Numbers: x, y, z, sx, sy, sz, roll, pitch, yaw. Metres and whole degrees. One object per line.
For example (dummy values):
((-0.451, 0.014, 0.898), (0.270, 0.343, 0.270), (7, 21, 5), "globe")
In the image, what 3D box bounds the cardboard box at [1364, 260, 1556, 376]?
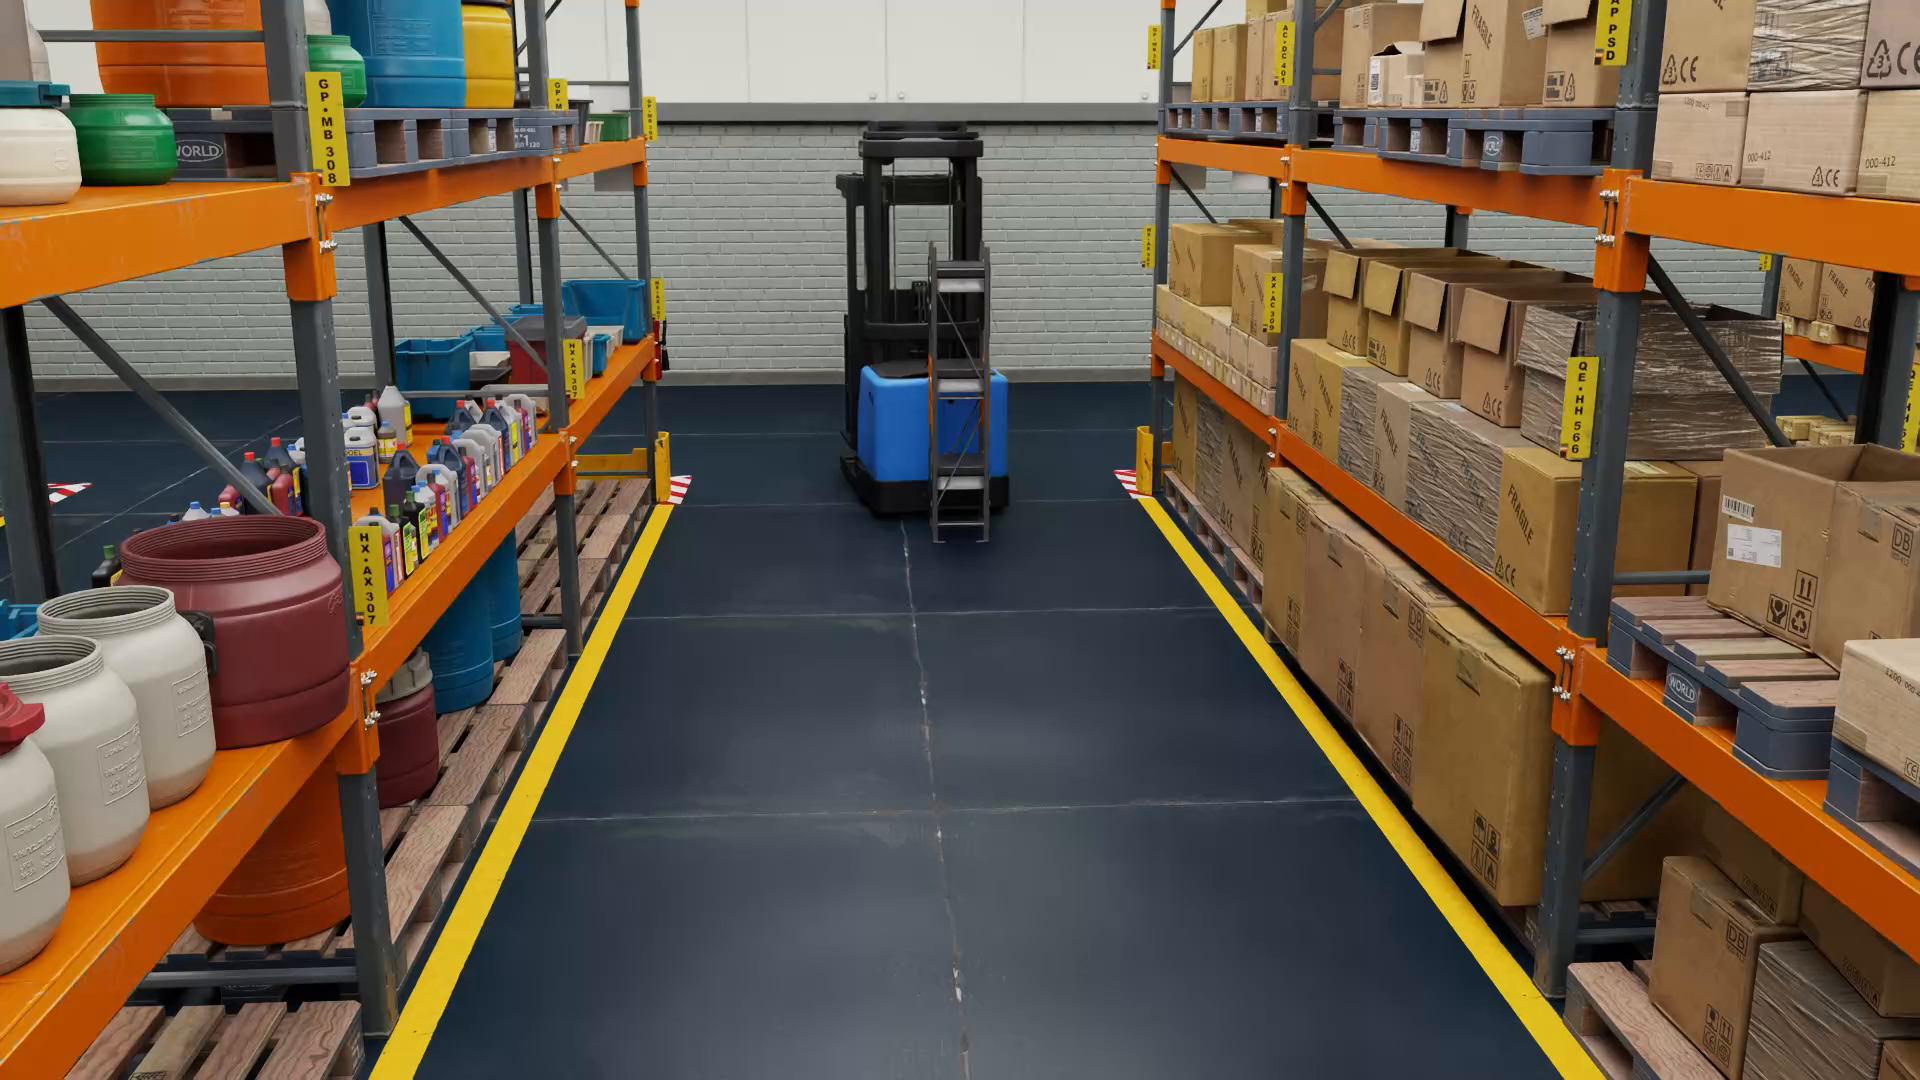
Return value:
((2.367, -1.071, 7.954), (0.797, 0.503, 0.637), (-1, 14, -3), "cardboard box")

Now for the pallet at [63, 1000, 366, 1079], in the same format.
((-2.398, 1.749, 4.805), (1.003, 0.211, 1.213), (-1, 14, -3), "pallet")

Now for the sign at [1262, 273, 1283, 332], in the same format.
((1.734, -1.315, 9.220), (0.100, 0.325, 0.005), (-1, 14, -3), "sign")

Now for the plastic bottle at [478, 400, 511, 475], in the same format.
((-2.260, -0.496, 8.034), (0.144, 0.351, 0.185), (-1, 14, -3), "plastic bottle")

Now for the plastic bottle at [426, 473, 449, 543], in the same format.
((-2.138, -0.139, 6.781), (0.061, 0.283, 0.133), (-1, 14, -3), "plastic bottle")

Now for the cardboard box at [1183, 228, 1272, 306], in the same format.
((1.870, -1.919, 11.663), (0.500, 0.500, 0.500), (-1, 14, -5), "cardboard box")

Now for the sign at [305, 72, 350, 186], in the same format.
((-1.859, -1.207, 4.888), (0.100, 0.325, 0.005), (-1, 14, -3), "sign")

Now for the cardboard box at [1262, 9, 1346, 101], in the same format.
((2.180, -2.813, 9.674), (0.700, 0.500, 0.500), (-2, 15, -7), "cardboard box")

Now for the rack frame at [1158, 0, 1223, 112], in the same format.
((2.040, -4.766, 12.491), (1.000, 3.000, 0.127), (-1, 14, -3), "rack frame")

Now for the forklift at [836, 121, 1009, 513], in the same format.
((-0.412, -1.945, 13.702), (1.130, 2.935, 3.031), (-3, 15, -11), "forklift")

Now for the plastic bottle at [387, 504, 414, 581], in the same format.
((-2.103, 0.000, 6.240), (0.061, 0.283, 0.133), (-1, 14, -3), "plastic bottle")

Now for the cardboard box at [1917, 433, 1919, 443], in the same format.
((7.337, -0.704, 12.428), (0.380, 0.149, 0.250), (-1, 15, -6), "cardboard box")

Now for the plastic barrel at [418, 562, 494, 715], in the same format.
((-2.595, 0.335, 8.073), (0.600, 0.901, 0.708), (-1, 14, -3), "plastic barrel")

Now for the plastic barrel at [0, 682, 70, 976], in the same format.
((-2.072, 0.603, 3.391), (0.433, 0.535, 0.433), (0, 14, 0), "plastic barrel")

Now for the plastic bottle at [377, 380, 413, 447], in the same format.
((-2.955, -0.663, 8.682), (0.144, 0.351, 0.185), (-1, 14, -3), "plastic bottle")

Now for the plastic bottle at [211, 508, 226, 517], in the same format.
((-2.898, -0.024, 6.499), (0.097, 0.201, 0.097), (0, 14, 0), "plastic bottle")

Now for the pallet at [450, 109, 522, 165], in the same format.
((-2.436, -1.675, 6.877), (1.003, 0.211, 1.213), (-1, 14, -3), "pallet")

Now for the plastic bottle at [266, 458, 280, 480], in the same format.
((-2.888, -0.197, 7.005), (0.061, 0.283, 0.133), (-1, 14, -3), "plastic bottle")

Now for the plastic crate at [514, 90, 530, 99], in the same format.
((-3.083, -2.823, 11.082), (0.504, 0.338, 0.767), (-1, 14, -3), "plastic crate")

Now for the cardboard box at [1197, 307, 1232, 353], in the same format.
((1.904, -1.425, 11.248), (0.500, 0.250, 0.500), (-1, 14, -5), "cardboard box")

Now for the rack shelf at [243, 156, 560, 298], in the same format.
((-2.531, -1.396, 6.858), (1.077, 0.370, 4.000), (-1, 14, -3), "rack shelf")

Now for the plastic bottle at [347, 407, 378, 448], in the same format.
((-2.984, -0.517, 8.267), (0.152, 0.276, 0.135), (-1, 14, -3), "plastic bottle")

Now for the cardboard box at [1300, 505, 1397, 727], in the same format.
((2.404, 0.341, 8.104), (1.225, 0.875, 0.875), (-1, 14, -5), "cardboard box")

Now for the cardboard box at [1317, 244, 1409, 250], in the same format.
((2.491, -1.546, 10.215), (0.500, 0.500, 0.500), (-1, 14, -3), "cardboard box")

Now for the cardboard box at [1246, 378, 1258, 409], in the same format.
((1.926, -0.879, 9.928), (0.380, 0.149, 0.250), (-1, 14, -2), "cardboard box")

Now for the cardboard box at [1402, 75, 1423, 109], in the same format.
((2.231, -2.028, 7.529), (0.380, 0.149, 0.250), (-1, 15, -6), "cardboard box")

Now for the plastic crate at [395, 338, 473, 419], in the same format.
((-3.025, -0.922, 9.500), (0.392, 0.384, 0.575), (-1, 14, -3), "plastic crate")

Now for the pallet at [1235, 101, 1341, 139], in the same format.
((2.248, -2.479, 9.801), (1.003, 0.211, 1.213), (-1, 14, -3), "pallet")

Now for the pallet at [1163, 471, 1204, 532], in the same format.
((2.168, -0.313, 12.818), (1.003, 0.211, 1.213), (-1, 14, -3), "pallet")

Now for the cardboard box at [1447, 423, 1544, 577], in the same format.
((2.233, -0.163, 6.438), (0.500, 0.500, 0.500), (-1, 14, -4), "cardboard box")

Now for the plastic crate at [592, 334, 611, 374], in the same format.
((-2.520, -1.225, 10.985), (0.416, 0.233, 0.300), (-1, 14, -3), "plastic crate")

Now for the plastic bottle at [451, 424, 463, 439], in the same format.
((-2.378, -0.411, 7.863), (0.097, 0.271, 0.097), (0, 14, 0), "plastic bottle")

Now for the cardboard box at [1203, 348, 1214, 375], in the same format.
((1.848, -1.198, 11.167), (0.380, 0.149, 0.250), (-1, 14, -3), "cardboard box")

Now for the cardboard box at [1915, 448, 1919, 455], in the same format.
((6.792, -0.560, 11.870), (0.380, 0.149, 0.250), (-1, 14, -3), "cardboard box")

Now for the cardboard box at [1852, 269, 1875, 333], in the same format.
((6.825, -1.734, 11.948), (0.500, 0.500, 0.500), (-1, 14, -3), "cardboard box")

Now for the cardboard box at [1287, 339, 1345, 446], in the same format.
((2.067, -0.796, 8.900), (0.500, 0.500, 0.500), (-1, 14, -3), "cardboard box")

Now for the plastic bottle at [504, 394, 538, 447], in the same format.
((-2.308, -0.636, 8.729), (0.152, 0.276, 0.135), (-1, 14, -3), "plastic bottle")

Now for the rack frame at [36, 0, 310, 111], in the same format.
((-2.408, -2.700, 4.461), (1.000, 3.000, 0.127), (-1, 14, -3), "rack frame")

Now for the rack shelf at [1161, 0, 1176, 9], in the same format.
((2.164, -3.727, 10.697), (1.077, 0.370, 4.000), (-1, 14, -3), "rack shelf")

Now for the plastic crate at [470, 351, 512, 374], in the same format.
((-3.063, -1.119, 10.766), (0.293, 0.136, 0.466), (-1, 14, -3), "plastic crate")

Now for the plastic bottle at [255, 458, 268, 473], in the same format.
((-2.949, -0.196, 7.001), (0.061, 0.283, 0.133), (-1, 14, -3), "plastic bottle")

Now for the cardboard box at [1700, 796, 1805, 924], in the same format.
((2.607, 0.929, 5.023), (0.500, 0.250, 0.500), (0, 14, -1), "cardboard box")

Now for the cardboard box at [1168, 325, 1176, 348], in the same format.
((1.766, -1.518, 12.412), (0.380, 0.149, 0.250), (-1, 14, -5), "cardboard box")

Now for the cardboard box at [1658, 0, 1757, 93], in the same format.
((2.308, -1.494, 4.588), (0.500, 0.500, 0.500), (-1, 14, -3), "cardboard box")

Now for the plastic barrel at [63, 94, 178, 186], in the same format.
((-2.341, -1.112, 4.619), (0.294, 0.245, 0.294), (0, 14, 0), "plastic barrel")

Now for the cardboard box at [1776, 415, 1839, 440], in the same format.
((6.690, -0.887, 13.141), (0.380, 0.149, 0.250), (-2, 15, -6), "cardboard box")

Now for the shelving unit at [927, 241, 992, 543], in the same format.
((-0.010, -1.058, 11.925), (0.431, 2.100, 0.503), (-1, 14, -3), "shelving unit")

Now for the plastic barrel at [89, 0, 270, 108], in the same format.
((-2.440, -1.800, 5.278), (0.600, 0.830, 0.708), (-1, 14, -3), "plastic barrel")

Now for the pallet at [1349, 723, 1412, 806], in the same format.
((2.490, 0.979, 7.796), (1.003, 0.211, 1.213), (-1, 14, -3), "pallet")

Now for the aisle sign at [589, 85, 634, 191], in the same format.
((-2.615, -3.066, 12.705), (0.394, 0.787, 0.004), (-1, 14, -3), "aisle sign")

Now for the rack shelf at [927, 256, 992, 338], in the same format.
((-0.010, -1.723, 11.754), (0.431, 0.518, 0.480), (-1, 14, -3), "rack shelf")

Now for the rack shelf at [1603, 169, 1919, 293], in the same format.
((2.660, -0.478, 3.289), (1.077, 0.370, 4.000), (-1, 14, -3), "rack shelf")

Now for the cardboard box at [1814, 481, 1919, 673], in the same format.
((2.744, 0.148, 4.388), (0.700, 0.500, 0.500), (1, 14, 5), "cardboard box")

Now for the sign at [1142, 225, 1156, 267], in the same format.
((1.486, -2.311, 13.093), (0.100, 0.325, 0.005), (-1, 14, -3), "sign")

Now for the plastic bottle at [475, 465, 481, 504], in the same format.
((-2.197, -0.264, 7.433), (0.097, 0.201, 0.097), (0, 14, 0), "plastic bottle")

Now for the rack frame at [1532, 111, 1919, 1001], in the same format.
((2.536, 0.129, 5.506), (1.000, 3.000, 0.127), (-1, 14, -3), "rack frame")

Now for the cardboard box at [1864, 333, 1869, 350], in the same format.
((6.855, -1.444, 12.124), (0.380, 0.149, 0.250), (-1, 14, -4), "cardboard box")
